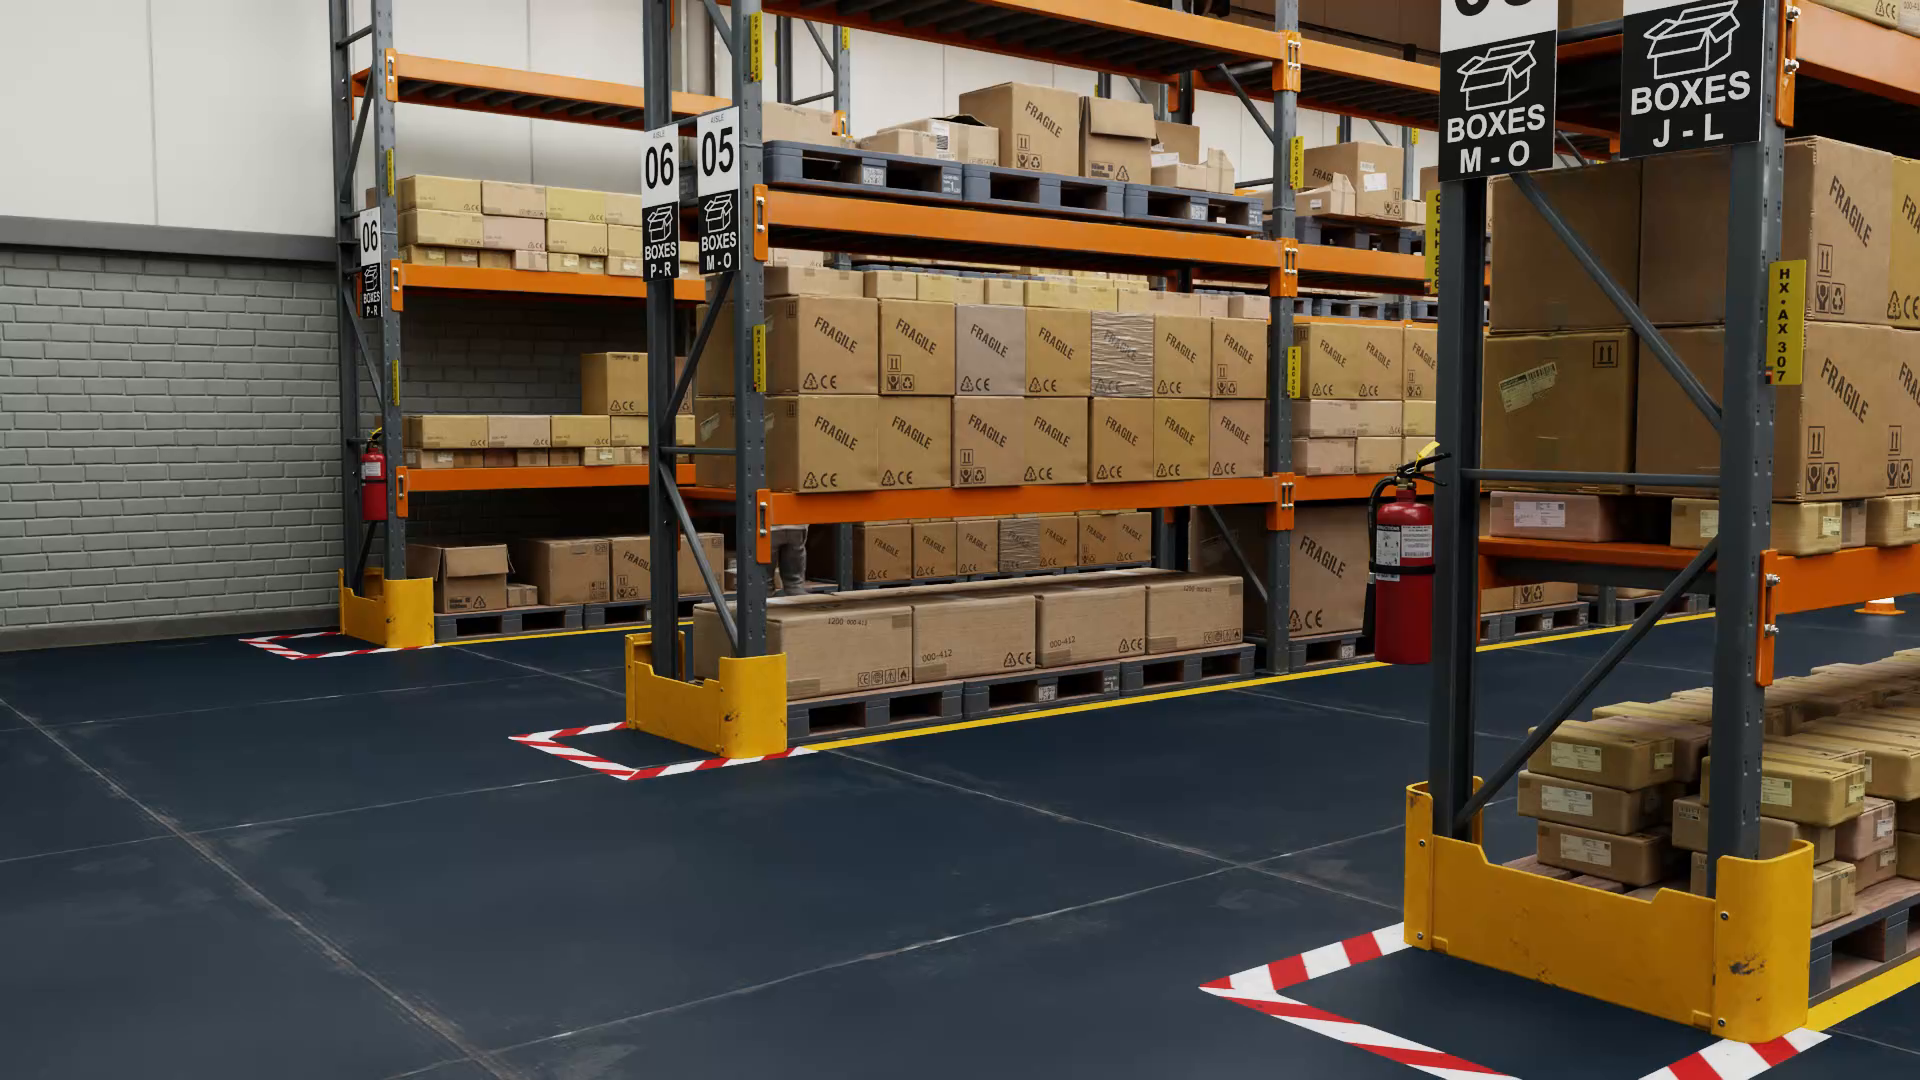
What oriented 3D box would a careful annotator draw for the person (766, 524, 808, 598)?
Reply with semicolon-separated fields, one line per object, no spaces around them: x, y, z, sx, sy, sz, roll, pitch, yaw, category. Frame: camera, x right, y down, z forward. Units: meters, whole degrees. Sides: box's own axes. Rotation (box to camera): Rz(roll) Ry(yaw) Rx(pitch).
-1.299;-0.066;11.794;0.547;1.790;0.360;-3;5;-37;person
